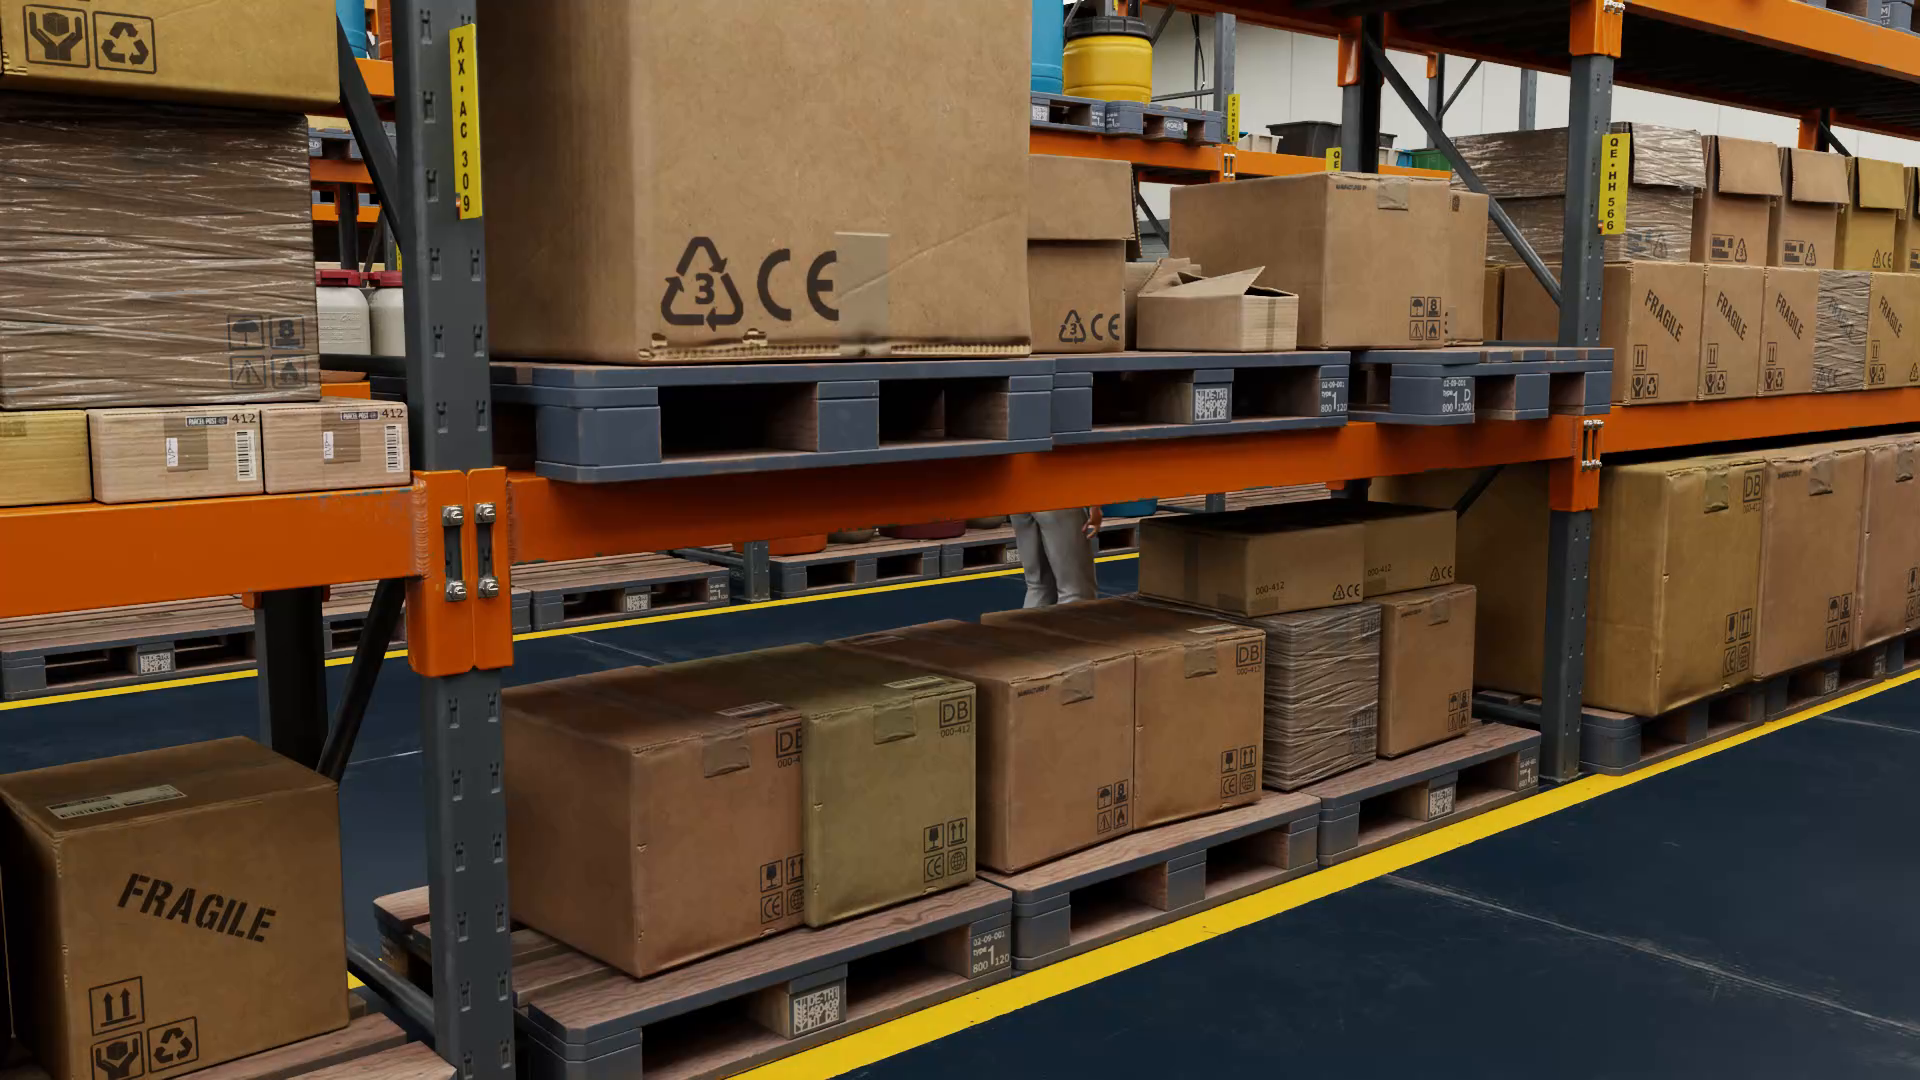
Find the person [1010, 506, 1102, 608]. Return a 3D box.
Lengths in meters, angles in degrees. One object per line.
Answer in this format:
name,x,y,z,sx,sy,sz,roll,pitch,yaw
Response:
person,0.401,-0.138,6.846,0.408,1.672,0.485,-6,10,-41
